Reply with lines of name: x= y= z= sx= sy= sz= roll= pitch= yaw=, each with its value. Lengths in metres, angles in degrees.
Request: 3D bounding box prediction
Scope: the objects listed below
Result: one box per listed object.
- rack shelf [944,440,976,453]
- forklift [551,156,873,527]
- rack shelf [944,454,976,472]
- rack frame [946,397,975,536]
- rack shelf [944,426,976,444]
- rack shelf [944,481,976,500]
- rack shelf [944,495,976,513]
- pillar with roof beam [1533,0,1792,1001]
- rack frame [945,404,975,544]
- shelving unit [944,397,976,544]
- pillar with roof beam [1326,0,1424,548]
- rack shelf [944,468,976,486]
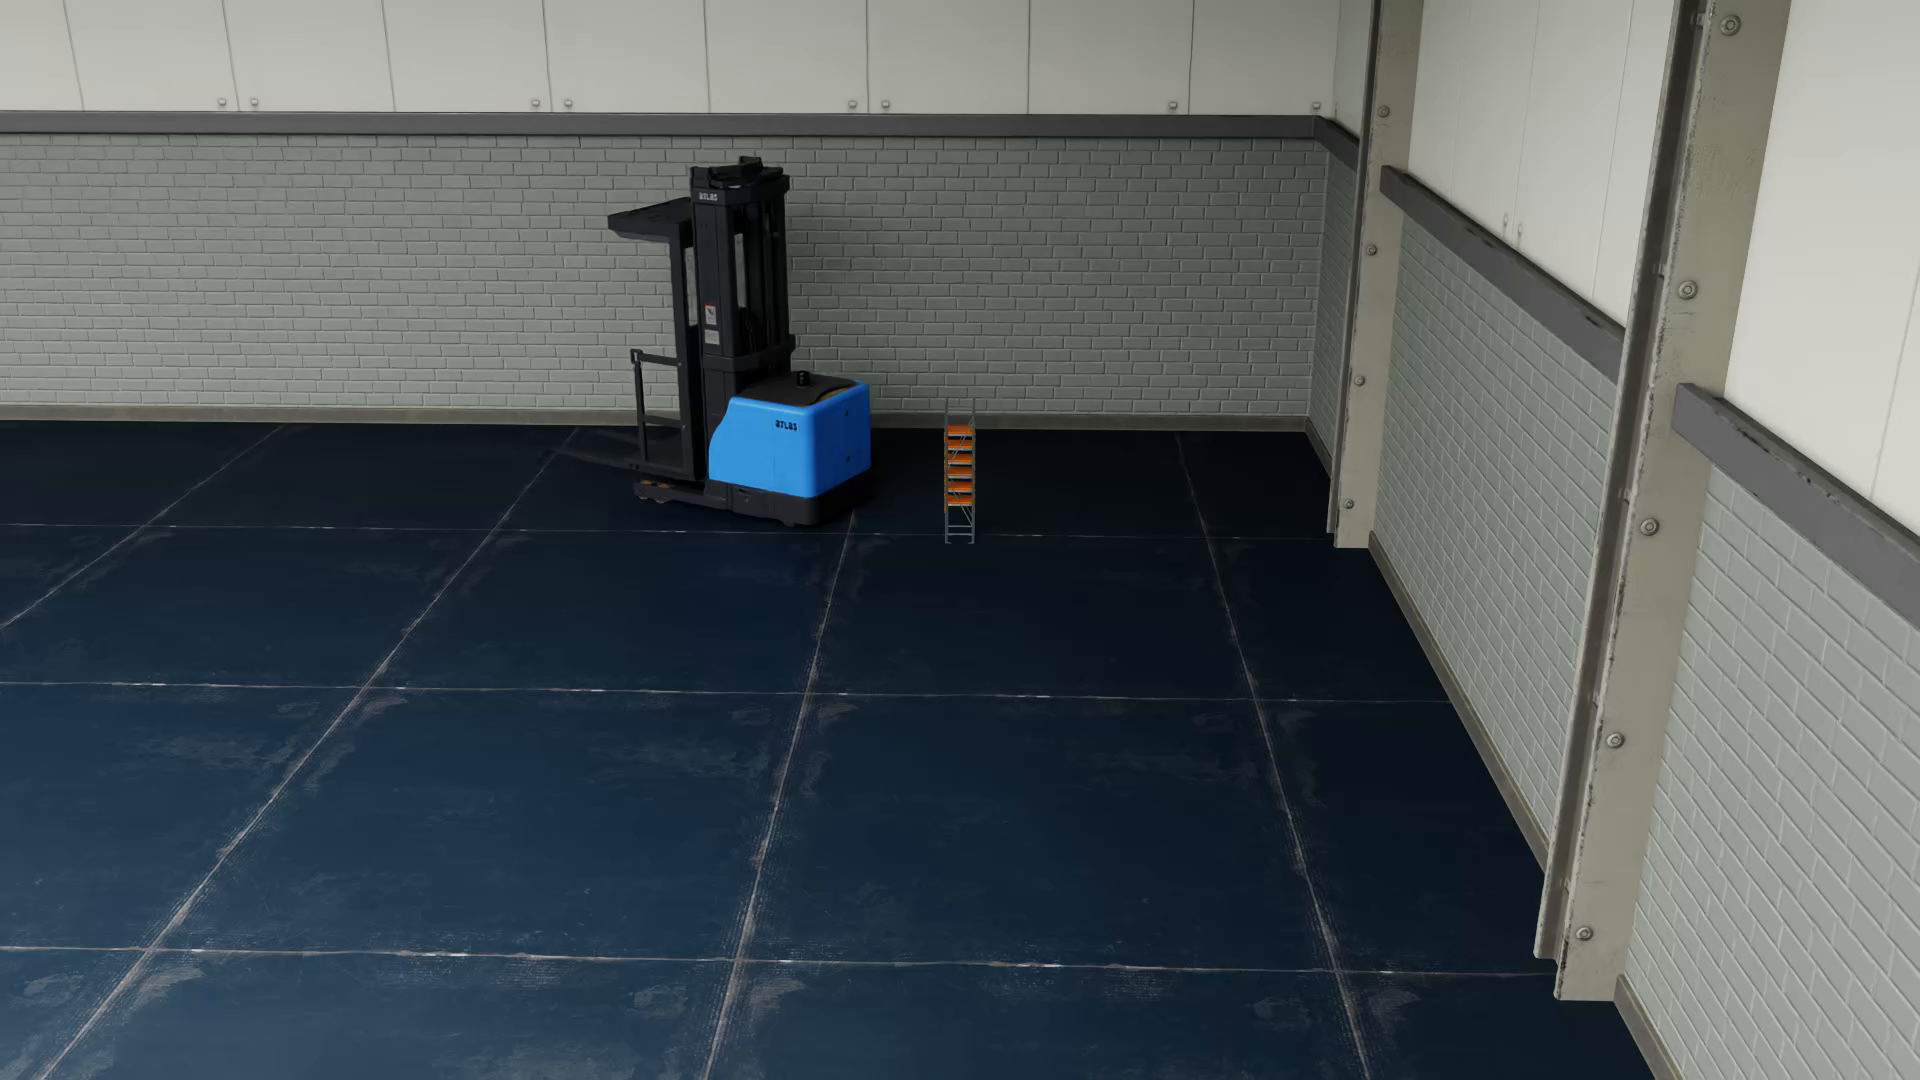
rack shelf: x=0.000 y=-0.747 z=13.548 sx=0.258 sy=0.103 sz=0.180 roll=1 pitch=21 yaw=2
forklift: x=-2.307 y=-1.842 z=14.519 sx=3.031 sy=2.935 sz=1.130 roll=11 pitch=24 yaw=27
rack shelf: x=0.000 y=-0.635 z=13.591 sx=0.258 sy=0.103 sz=0.180 roll=1 pitch=21 yaw=2
rack frame: x=0.003 y=-0.598 z=13.704 sx=0.240 sy=1.200 sz=0.006 roll=1 pitch=21 yaw=2
rack shelf: x=0.000 y=-0.859 z=13.505 sx=0.258 sy=0.103 sz=0.180 roll=1 pitch=21 yaw=2
rack shelf: x=0.000 y=-0.411 z=13.678 sx=0.258 sy=0.103 sz=0.180 roll=1 pitch=21 yaw=2
rack shelf: x=0.000 y=-0.299 z=13.722 sx=0.258 sy=0.103 sz=0.180 roll=1 pitch=21 yaw=2
pillar with roof beam: x=-1.247 y=-2.081 z=6.745 sx=9.100 sy=9.000 sz=0.400 roll=1 pitch=21 yaw=2
rack frame: x=-0.002 y=-0.532 z=13.533 sx=0.240 sy=1.200 sz=0.006 roll=1 pitch=21 yaw=2
shelving unit: x=0.000 y=-0.565 z=13.619 sx=0.258 sy=1.200 sz=0.189 roll=1 pitch=21 yaw=2
pillar with roof beam: x=-1.064 y=-4.250 z=12.336 sx=9.100 sy=9.000 sz=0.400 roll=1 pitch=21 yaw=2
rack shelf: x=0.000 y=-0.523 z=13.635 sx=0.258 sy=0.103 sz=0.180 roll=1 pitch=21 yaw=2
